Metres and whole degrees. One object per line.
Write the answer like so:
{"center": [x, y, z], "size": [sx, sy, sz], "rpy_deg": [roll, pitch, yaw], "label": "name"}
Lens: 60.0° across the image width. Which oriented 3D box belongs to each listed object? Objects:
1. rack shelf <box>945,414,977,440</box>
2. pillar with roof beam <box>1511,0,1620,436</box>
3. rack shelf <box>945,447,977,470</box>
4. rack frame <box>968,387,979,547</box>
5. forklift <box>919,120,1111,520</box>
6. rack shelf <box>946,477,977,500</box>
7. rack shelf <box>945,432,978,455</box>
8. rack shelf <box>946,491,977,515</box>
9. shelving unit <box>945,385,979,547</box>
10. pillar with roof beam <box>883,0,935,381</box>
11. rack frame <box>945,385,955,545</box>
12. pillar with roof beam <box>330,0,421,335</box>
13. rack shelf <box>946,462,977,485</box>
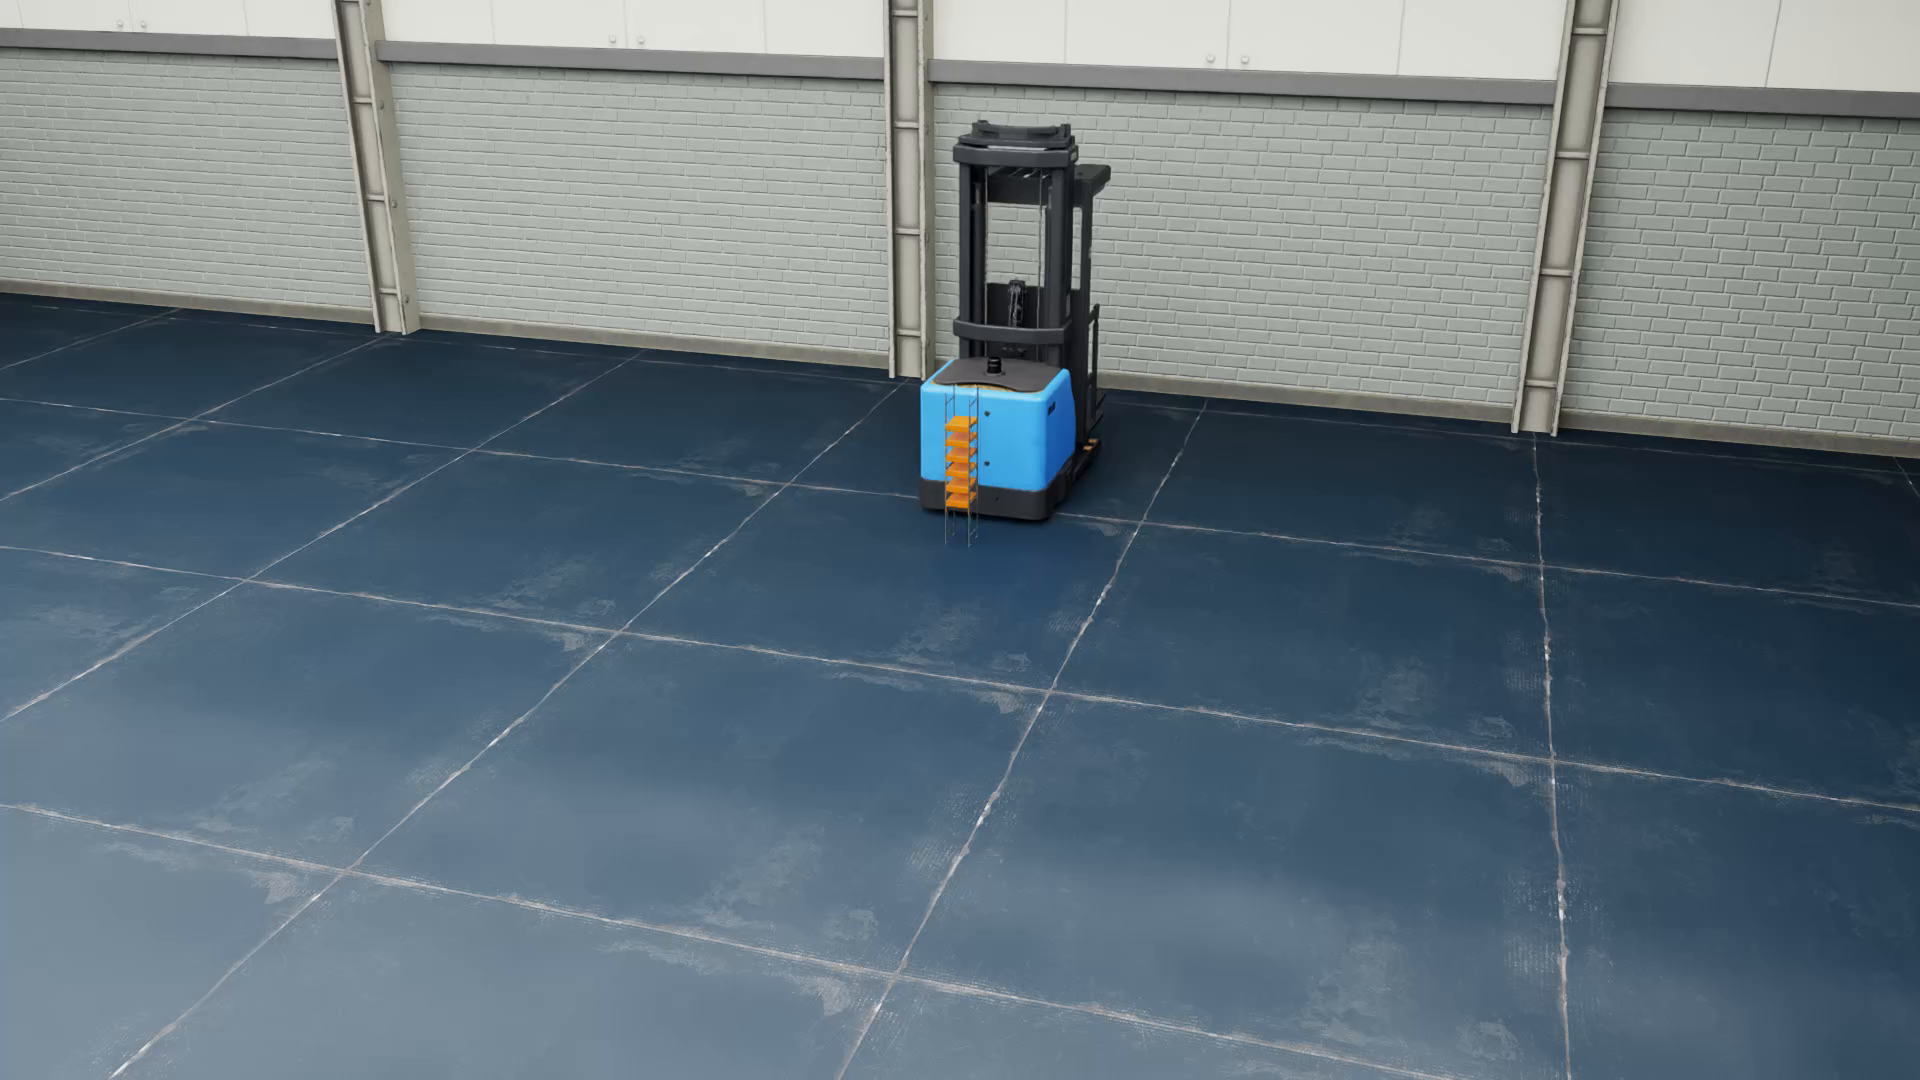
{"center": [0.014, -0.845, 12.419], "size": [0.180, 0.103, 0.258], "rpy_deg": [7, 23, 16], "label": "rack shelf"}
{"center": [4.019, -3.615, 9.726], "size": [0.400, 9.000, 9.100], "rpy_deg": [7, 23, 16], "label": "pillar with roof beam"}
{"center": [0.014, -0.623, 12.510], "size": [0.180, 0.103, 0.258], "rpy_deg": [7, 23, 16], "label": "rack shelf"}
{"center": [0.101, -0.543, 12.514], "size": [0.006, 1.200, 0.240], "rpy_deg": [7, 23, 16], "label": "rack frame"}
{"center": [0.602, -2.042, 13.887], "size": [1.130, 2.935, 3.031], "rpy_deg": [7, 23, 16], "label": "forklift"}
{"center": [0.014, -0.401, 12.601], "size": [0.180, 0.103, 0.258], "rpy_deg": [7, 23, 16], "label": "rack shelf"}
{"center": [0.014, -0.734, 12.464], "size": [0.180, 0.103, 0.258], "rpy_deg": [7, 23, 16], "label": "rack shelf"}
{"center": [0.014, -0.290, 12.646], "size": [0.180, 0.103, 0.258], "rpy_deg": [7, 23, 16], "label": "rack shelf"}
{"center": [0.014, -0.554, 12.538], "size": [0.189, 1.200, 0.258], "rpy_deg": [7, 23, 16], "label": "shelving unit"}
{"center": [-1.726, -4.273, 11.330], "size": [0.400, 9.000, 9.100], "rpy_deg": [7, 23, 16], "label": "pillar with roof beam"}
{"center": [-0.074, -0.564, 12.563], "size": [0.006, 1.200, 0.240], "rpy_deg": [7, 23, 16], "label": "rack frame"}
{"center": [-7.470, -4.931, 12.933], "size": [0.400, 9.000, 9.100], "rpy_deg": [7, 23, 16], "label": "pillar with roof beam"}
{"center": [0.014, -0.512, 12.555], "size": [0.180, 0.103, 0.258], "rpy_deg": [7, 23, 16], "label": "rack shelf"}
